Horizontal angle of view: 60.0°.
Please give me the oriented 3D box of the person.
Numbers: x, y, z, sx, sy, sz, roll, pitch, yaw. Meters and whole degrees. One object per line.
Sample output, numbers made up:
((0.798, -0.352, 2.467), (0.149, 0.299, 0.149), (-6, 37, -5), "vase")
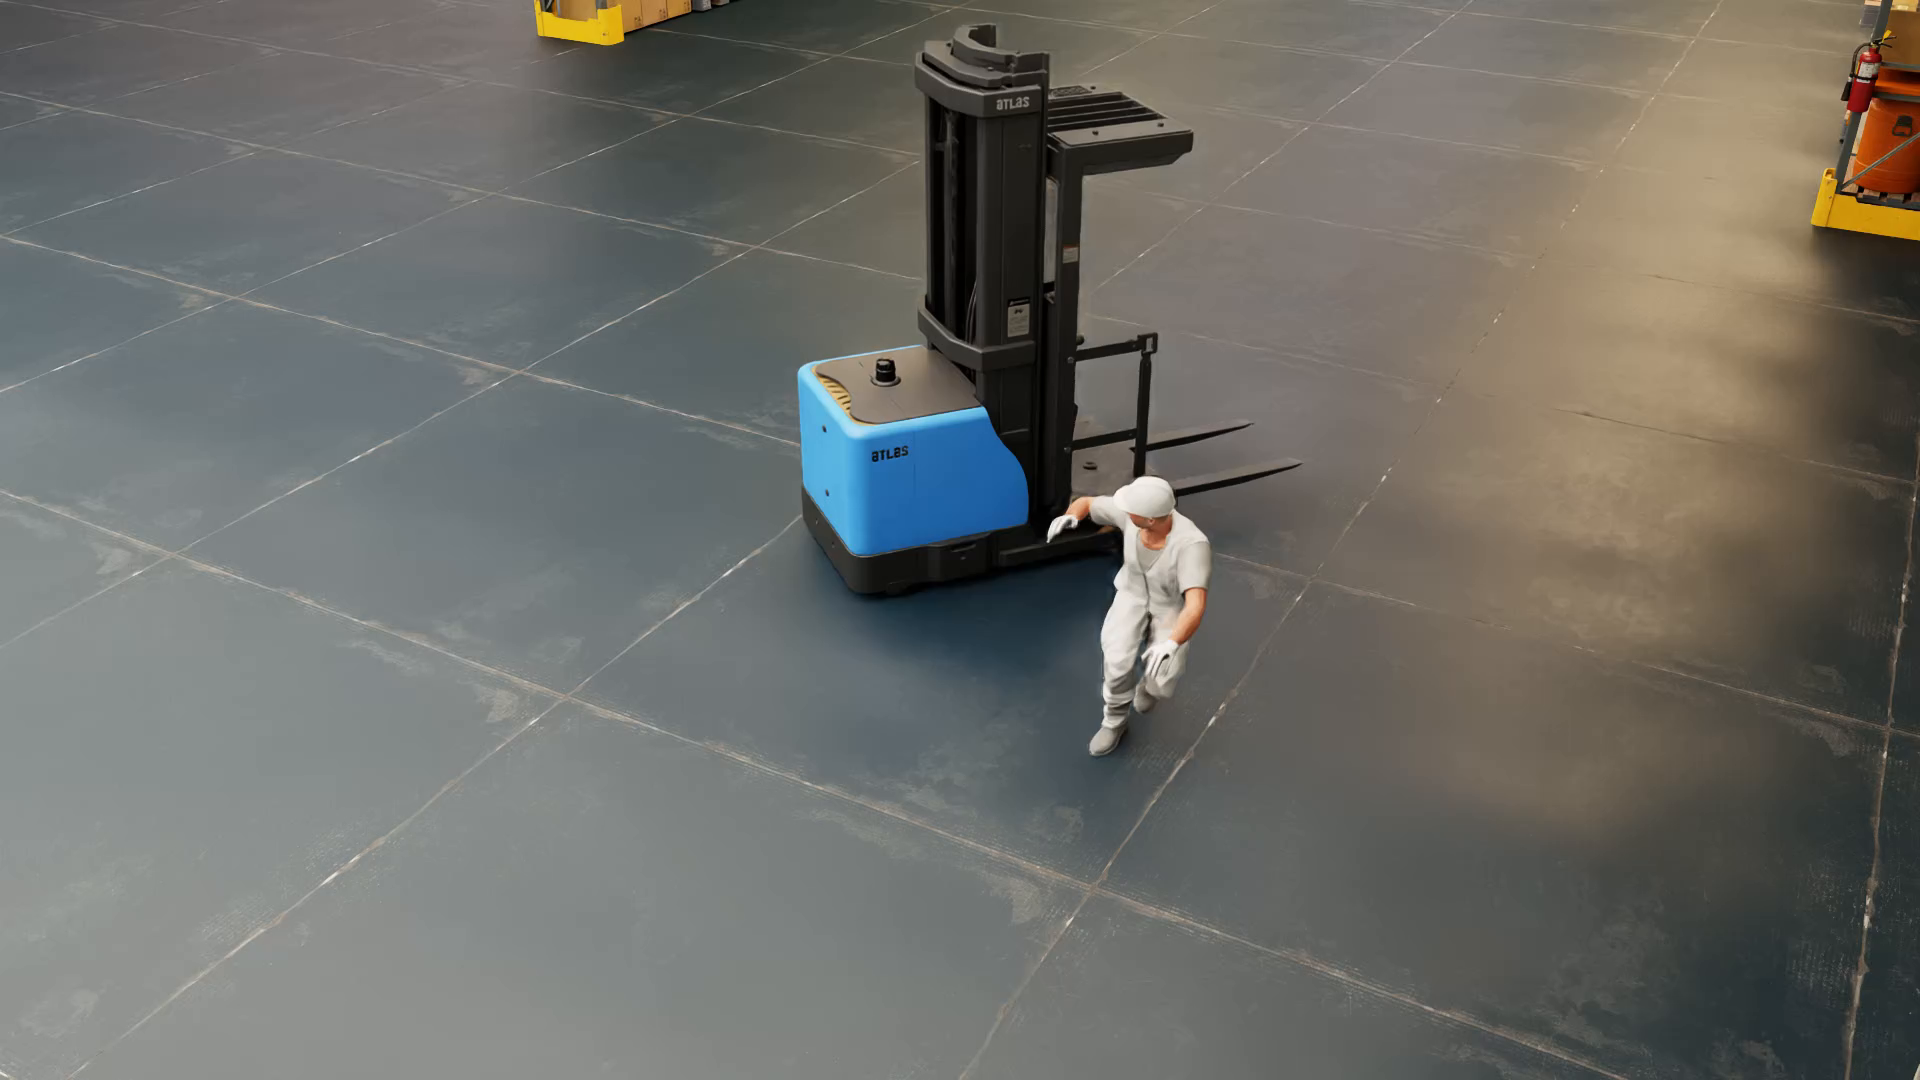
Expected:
((0.784, 0.382, 7.858), (0.788, 1.483, 1.021), (11, 32, 18), "person")

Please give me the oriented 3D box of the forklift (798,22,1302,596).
((0.614, -1.422, 9.534), (3.031, 2.935, 1.130), (-12, 32, -19), "forklift")
